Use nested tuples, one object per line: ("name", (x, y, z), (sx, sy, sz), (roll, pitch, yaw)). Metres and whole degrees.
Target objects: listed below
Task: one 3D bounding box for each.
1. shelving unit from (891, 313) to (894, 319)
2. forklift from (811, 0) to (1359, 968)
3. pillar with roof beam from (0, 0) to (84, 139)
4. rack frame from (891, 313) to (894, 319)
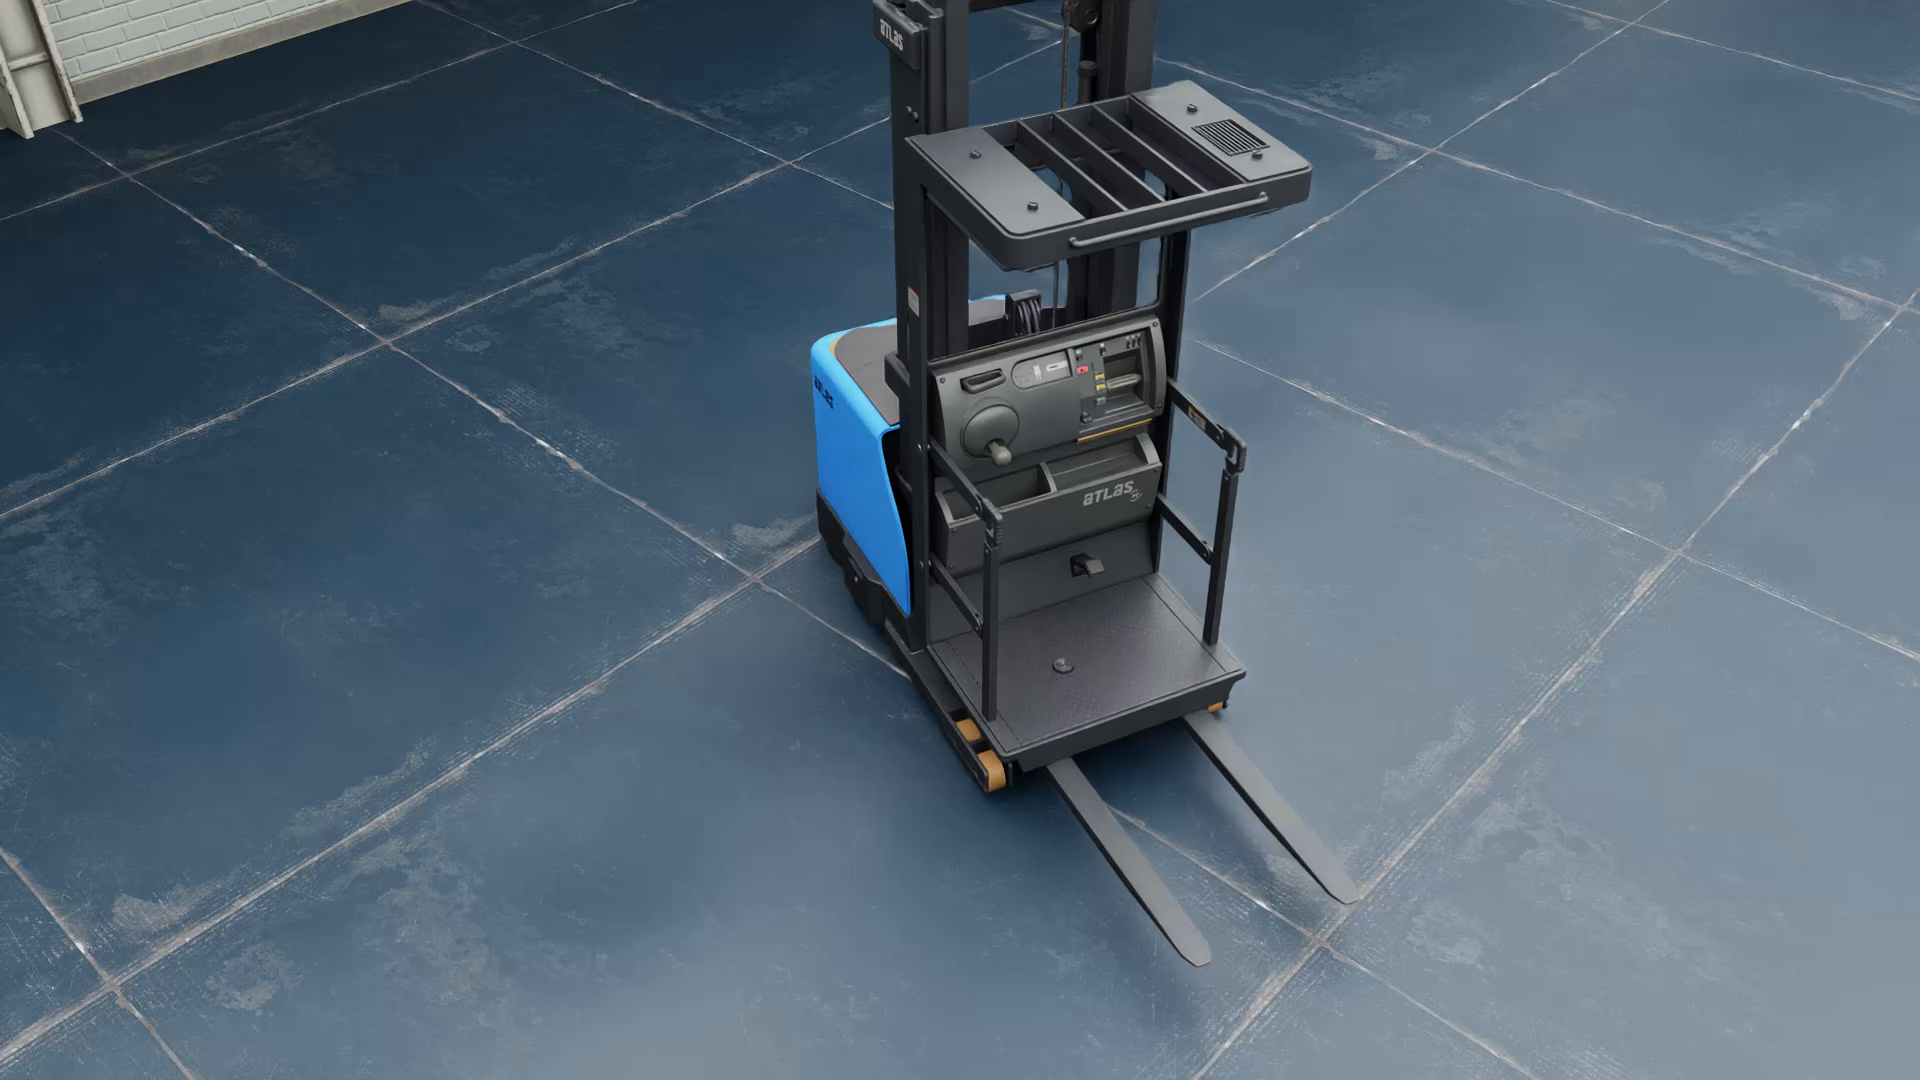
("shelving unit", (-0.170, -0.648, 7.841), (0.210, 0.900, 0.258), (-17, 41, -20))
("forklift", (0.440, -0.476, 5.993), (1.130, 2.935, 3.031), (-17, 41, -20))
("pillar with roof beam", (-3.050, -4.553, 6.246), (9.100, 9.000, 0.400), (30, 47, 32))
("rack frame", (-0.261, -0.620, 7.806), (0.006, 0.900, 0.240), (-17, 41, -20))
